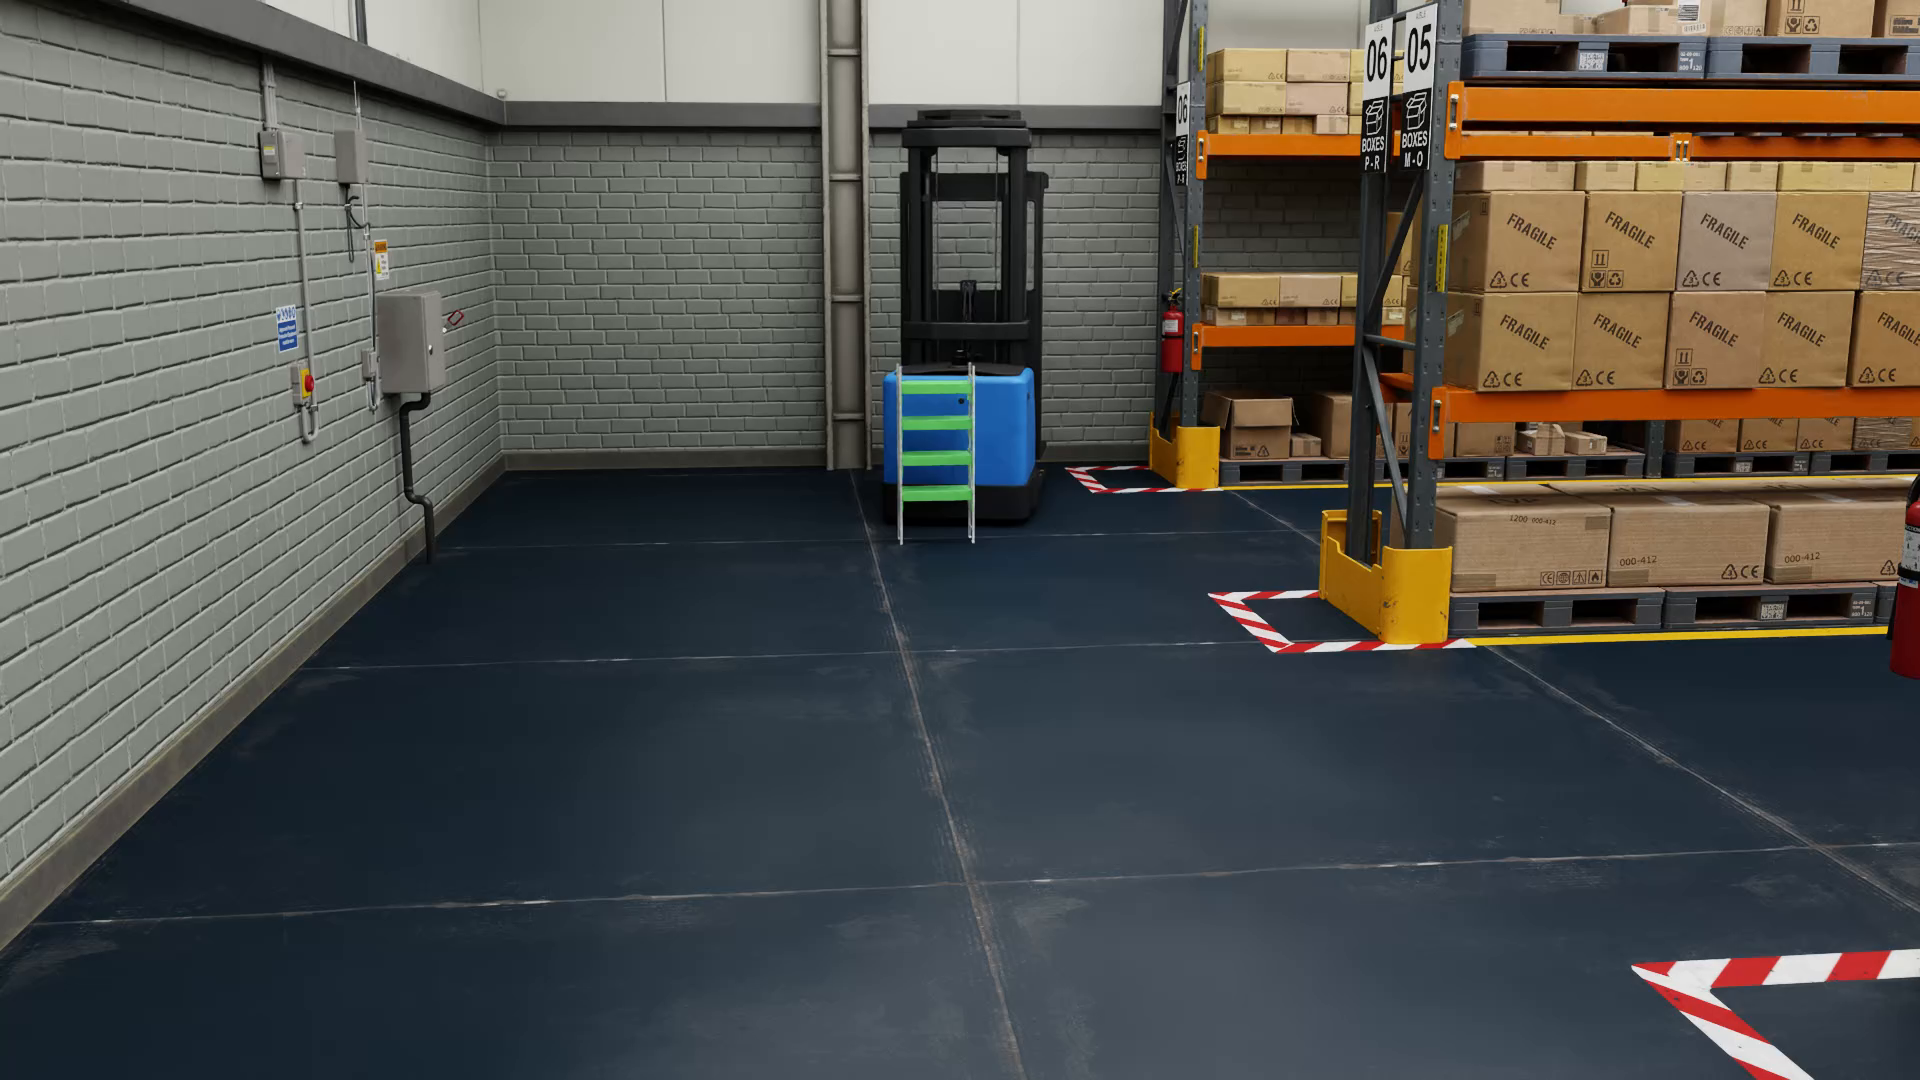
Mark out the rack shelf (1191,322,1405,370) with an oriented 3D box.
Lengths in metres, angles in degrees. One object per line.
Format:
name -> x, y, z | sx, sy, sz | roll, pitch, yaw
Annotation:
rack shelf -> 3.789, -1.685, 14.026 | 4.000, 0.370, 1.077 | -1, 11, -6

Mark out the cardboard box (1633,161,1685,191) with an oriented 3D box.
cardboard box -> 3.507, -1.868, 8.560 | 0.250, 0.149, 0.380 | -2, 11, -8

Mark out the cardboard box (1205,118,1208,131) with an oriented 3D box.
cardboard box -> 2.094, -3.395, 13.739 | 0.250, 0.149, 0.380 | -1, 11, -5

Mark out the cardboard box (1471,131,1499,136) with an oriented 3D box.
cardboard box -> 4.177, -3.345, 13.480 | 0.250, 0.149, 0.380 | -1, 11, -5

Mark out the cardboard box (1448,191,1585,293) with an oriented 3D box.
cardboard box -> 2.848, -1.539, 8.570 | 0.500, 0.500, 0.500 | -1, 11, -7

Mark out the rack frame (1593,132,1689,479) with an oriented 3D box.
rack frame -> 5.777, -2.079, 14.168 | 0.127, 3.000, 1.000 | -1, 11, -6

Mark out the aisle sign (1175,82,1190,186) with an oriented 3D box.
aisle sign -> 1.765, -3.214, 13.200 | 0.004, 0.787, 0.394 | -1, 11, -6

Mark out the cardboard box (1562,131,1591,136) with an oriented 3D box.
cardboard box -> 4.940, -3.355, 13.534 | 0.250, 0.149, 0.380 | -1, 11, -4

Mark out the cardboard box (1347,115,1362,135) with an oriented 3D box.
cardboard box -> 3.176, -3.311, 13.311 | 0.250, 0.149, 0.380 | -1, 11, -6

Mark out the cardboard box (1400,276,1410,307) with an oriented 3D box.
cardboard box -> 3.792, -2.062, 13.701 | 0.500, 0.250, 0.500 | -1, 11, -8

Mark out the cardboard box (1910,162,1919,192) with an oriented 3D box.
cardboard box -> 5.028, -1.909, 8.770 | 0.250, 0.149, 0.380 | -1, 11, -7

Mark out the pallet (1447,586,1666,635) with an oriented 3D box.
pallet -> 3.127, 0.293, 9.333 | 1.213, 0.211, 1.003 | -1, 11, -6

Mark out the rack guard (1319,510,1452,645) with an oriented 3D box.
rack guard -> 2.317, 0.183, 9.141 | 0.348, 0.500, 1.175 | -1, 11, -6

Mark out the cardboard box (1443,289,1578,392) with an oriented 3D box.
cardboard box -> 2.849, -1.048, 8.664 | 0.500, 0.500, 0.500 | -1, 11, -7

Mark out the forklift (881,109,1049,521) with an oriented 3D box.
forklift -> 0.115, -1.810, 12.977 | 1.130, 2.935, 3.031 | 1, 11, 6

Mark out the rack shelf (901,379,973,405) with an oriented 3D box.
rack shelf -> -0.165, -0.994, 11.154 | 0.480, 0.148, 0.258 | -1, 11, -6

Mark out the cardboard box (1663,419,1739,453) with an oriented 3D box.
cardboard box -> 6.282, -1.026, 14.201 | 0.500, 0.500, 0.500 | -1, 11, -4

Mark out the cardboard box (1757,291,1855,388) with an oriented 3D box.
cardboard box -> 4.352, -1.085, 8.850 | 0.500, 0.500, 0.500 | -1, 11, -4

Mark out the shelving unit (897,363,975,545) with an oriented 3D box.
shelving unit -> -0.165, -0.585, 11.235 | 0.503, 1.200, 0.258 | -1, 11, -6

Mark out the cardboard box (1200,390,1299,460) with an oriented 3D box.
cardboard box -> 2.419, -0.972, 13.917 | 0.637, 0.503, 0.797 | -2, 11, -8

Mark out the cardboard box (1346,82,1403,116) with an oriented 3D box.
cardboard box -> 3.284, -3.520, 13.337 | 0.500, 0.250, 0.500 | -2, 11, -8

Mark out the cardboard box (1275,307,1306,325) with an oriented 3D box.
cardboard box -> 2.662, -1.853, 13.670 | 0.250, 0.149, 0.380 | -1, 11, -7

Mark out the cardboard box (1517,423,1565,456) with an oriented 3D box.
cardboard box -> 4.900, -0.868, 14.008 | 0.258, 0.266, 0.396 | -1, 11, -4

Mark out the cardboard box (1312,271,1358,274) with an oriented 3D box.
cardboard box -> 3.235, -2.149, 14.139 | 0.500, 0.250, 0.500 | -1, 11, -4

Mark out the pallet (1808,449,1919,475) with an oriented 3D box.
pallet -> 7.797, -0.761, 14.693 | 1.213, 0.211, 1.003 | -1, 11, -6

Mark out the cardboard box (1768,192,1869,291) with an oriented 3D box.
cardboard box -> 4.368, -1.574, 8.747 | 0.500, 0.500, 0.500 | -1, 11, -6

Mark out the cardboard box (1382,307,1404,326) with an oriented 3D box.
cardboard box -> 3.443, -1.844, 13.624 | 0.250, 0.149, 0.380 | -2, 11, -8

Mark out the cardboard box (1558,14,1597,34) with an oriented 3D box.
cardboard box -> 3.186, -2.698, 8.845 | 0.250, 0.149, 0.380 | -2, 11, -10

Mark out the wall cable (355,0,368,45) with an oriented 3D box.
wall cable -> -3.626, -4.513, 10.898 | 0.133, 3.039, 2.988 | -1, 11, -6

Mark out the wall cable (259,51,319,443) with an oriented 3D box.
wall cable -> -3.263, -1.436, 8.181 | 0.123, 1.953, 0.585 | -1, 11, -6

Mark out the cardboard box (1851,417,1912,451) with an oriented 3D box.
cardboard box -> 7.824, -1.058, 14.364 | 0.500, 0.500, 0.500 | -2, 11, -8

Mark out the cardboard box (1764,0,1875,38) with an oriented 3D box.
cardboard box -> 4.361, -2.833, 8.621 | 0.500, 0.500, 0.500 | -1, 11, -5

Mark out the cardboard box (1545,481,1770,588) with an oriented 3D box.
cardboard box -> 3.895, -0.047, 9.382 | 0.875, 0.438, 0.875 | -1, 11, -5

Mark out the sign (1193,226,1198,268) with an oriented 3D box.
sign -> 1.859, -2.317, 13.131 | 0.005, 0.325, 0.100 | -1, 11, -6

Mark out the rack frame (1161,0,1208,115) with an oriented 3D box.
rack frame -> 1.801, -4.940, 13.166 | 0.127, 3.000, 1.000 | -1, 11, -6

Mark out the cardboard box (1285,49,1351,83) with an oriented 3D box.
cardboard box -> 2.777, -3.753, 13.230 | 0.500, 0.250, 0.500 | -1, 11, -6

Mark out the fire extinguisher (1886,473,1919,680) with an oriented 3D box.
fire extinguisher -> 2.675, 0.041, 4.552 | 0.183, 0.674, 0.296 | -1, 11, -6

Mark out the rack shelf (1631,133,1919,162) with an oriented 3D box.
rack shelf -> 7.766, -3.240, 14.160 | 4.000, 0.370, 1.077 | -1, 11, -6

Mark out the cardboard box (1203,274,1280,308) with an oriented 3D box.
cardboard box -> 2.281, -2.026, 13.515 | 0.500, 0.250, 0.500 | -1, 11, -6

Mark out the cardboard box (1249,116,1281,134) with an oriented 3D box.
cardboard box -> 2.400, -3.317, 13.339 | 0.250, 0.149, 0.380 | -1, 11, -5

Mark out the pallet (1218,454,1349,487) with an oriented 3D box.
pallet -> 2.669, -0.646, 14.107 | 1.213, 0.211, 1.003 | -1, 11, -6

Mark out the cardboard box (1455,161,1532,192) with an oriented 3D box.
cardboard box -> 2.723, -1.856, 8.502 | 0.250, 0.149, 0.380 | -1, 11, -5

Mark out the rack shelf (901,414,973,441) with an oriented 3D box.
rack shelf -> -0.165, -0.758, 11.201 | 0.480, 0.148, 0.258 | -1, 11, -6

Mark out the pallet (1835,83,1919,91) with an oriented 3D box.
pallet -> 5.502, -2.541, 8.969 | 1.213, 0.211, 1.003 | -1, 11, -6

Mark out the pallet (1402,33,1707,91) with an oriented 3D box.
pallet -> 3.077, -2.490, 8.711 | 1.213, 0.211, 1.003 | -1, 11, -6

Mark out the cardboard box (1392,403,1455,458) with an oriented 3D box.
cardboard box -> 3.809, -0.972, 13.928 | 0.500, 0.500, 0.500 | -1, 11, -5

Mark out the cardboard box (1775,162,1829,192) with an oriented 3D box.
cardboard box -> 4.270, -1.881, 8.625 | 0.250, 0.149, 0.380 | -1, 11, -7
